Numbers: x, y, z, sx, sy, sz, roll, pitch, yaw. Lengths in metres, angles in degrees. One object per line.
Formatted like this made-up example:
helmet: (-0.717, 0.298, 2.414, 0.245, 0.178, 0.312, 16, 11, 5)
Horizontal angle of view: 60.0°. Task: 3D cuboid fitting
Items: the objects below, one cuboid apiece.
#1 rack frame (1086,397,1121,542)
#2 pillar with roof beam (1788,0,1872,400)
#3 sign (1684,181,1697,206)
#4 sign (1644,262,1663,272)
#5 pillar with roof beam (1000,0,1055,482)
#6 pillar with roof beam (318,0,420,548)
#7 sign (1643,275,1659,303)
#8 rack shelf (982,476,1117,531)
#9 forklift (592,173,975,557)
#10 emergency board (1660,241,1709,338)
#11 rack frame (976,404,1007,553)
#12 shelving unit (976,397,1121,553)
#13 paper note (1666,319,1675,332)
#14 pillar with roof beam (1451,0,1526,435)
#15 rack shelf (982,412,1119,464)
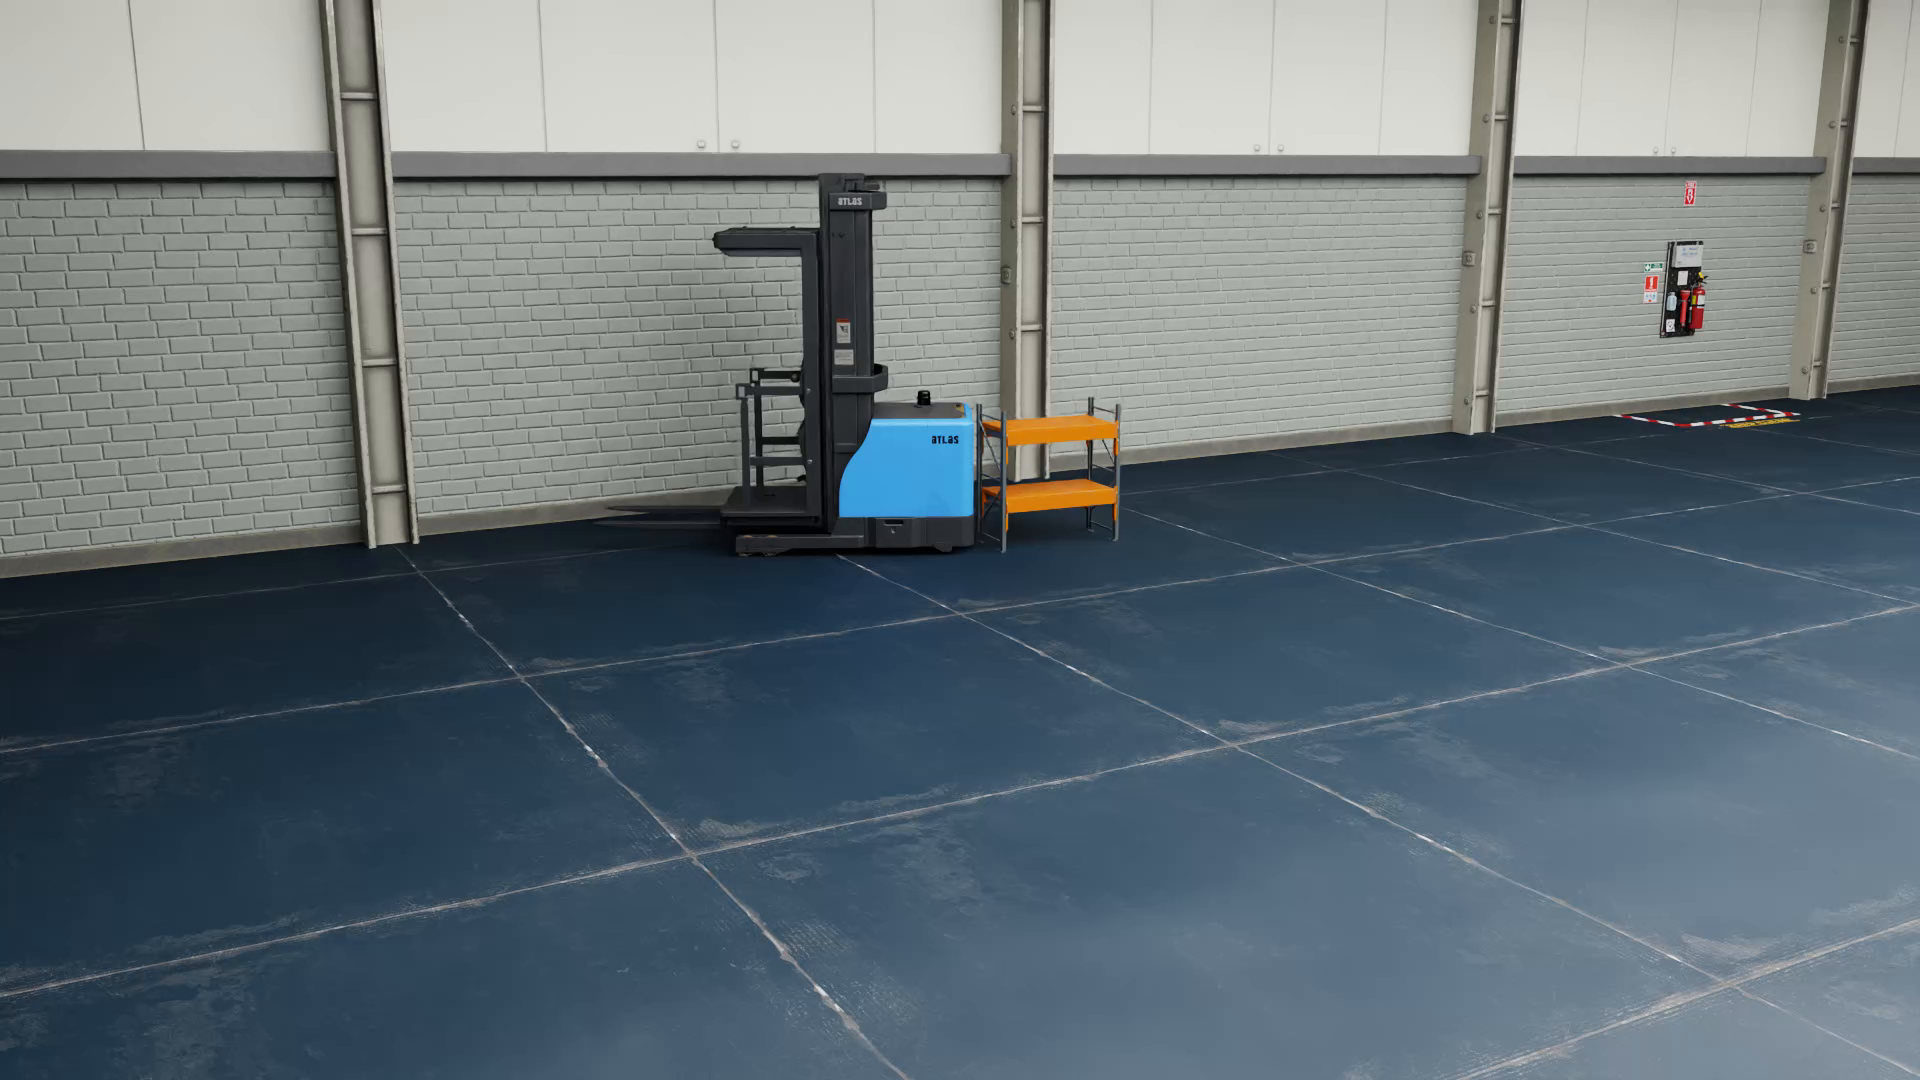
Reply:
rack frame: (1.176, -0.587, 13.657, 0.032, 1.125, 0.500, -6, 14, -23)
pillar with roof beam: (13.230, -5.437, 17.273, 0.400, 9.000, 9.100, -7, 14, -28)
sign: (8.925, -4.237, 20.323, 0.199, 0.298, 0.001, -7, 14, -28)
sign: (8.454, -3.324, 20.258, 0.331, 0.109, 0.001, -7, 14, -28)
pillar with roof beam: (2.697, -4.175, 11.664, 0.400, 9.000, 9.100, -7, 14, -28)
pillar with roof beam: (-2.569, -3.544, 8.859, 0.400, 9.000, 9.100, -7, 14, -28)
sign: (8.445, -3.067, 20.322, 0.234, 0.329, 0.001, -7, 14, -28)
rack shelf: (0.712, -0.303, 13.508, 1.000, 0.278, 0.538, -6, 14, -23)
forklift: (-1.405, -1.417, 13.232, 3.031, 2.935, 1.130, 0, 13, -1)
emergency board: (8.980, -3.087, 20.496, 0.643, 1.169, 0.194, -7, 14, -28)
rack frame: (0.248, -0.496, 13.251, 0.032, 1.125, 0.500, -6, 14, -23)
shelving unit: (0.712, -0.542, 13.454, 1.048, 1.125, 0.538, -6, 14, -23)
paper note: (8.792, -2.652, 20.569, 0.142, 0.148, 0.016, -7, 14, -28)
pillar with roof beam: (7.964, -4.806, 14.469, 0.400, 9.000, 9.100, -7, 14, -28)
rack shelf: (0.712, -0.827, 13.390, 1.000, 0.278, 0.538, -6, 14, -23)
